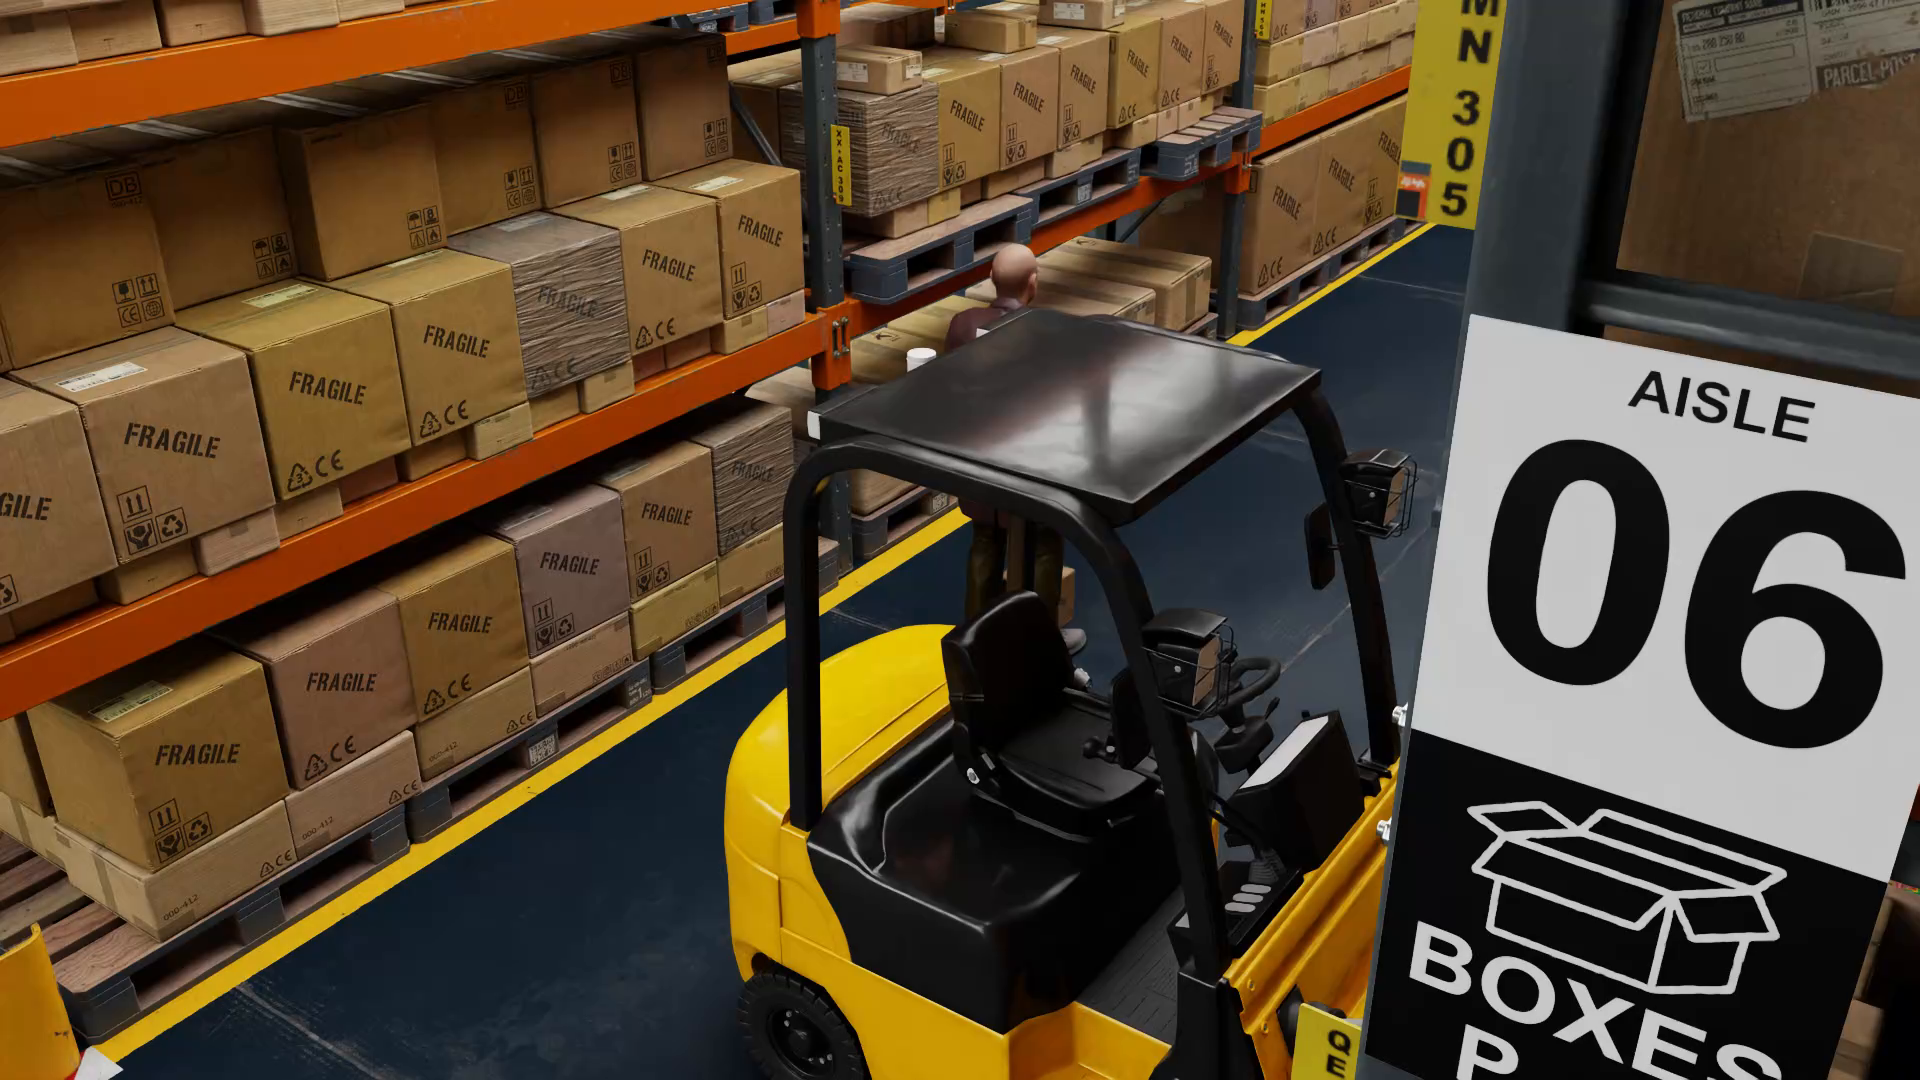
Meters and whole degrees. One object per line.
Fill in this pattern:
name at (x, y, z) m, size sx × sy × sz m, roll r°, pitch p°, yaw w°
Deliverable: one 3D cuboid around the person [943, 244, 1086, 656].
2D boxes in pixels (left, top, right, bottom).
person at (0.212, -0.328, 6.788) m, size 0.628 × 1.773 × 0.427 m, roll 14°, pitch 30°, yaw 26°
